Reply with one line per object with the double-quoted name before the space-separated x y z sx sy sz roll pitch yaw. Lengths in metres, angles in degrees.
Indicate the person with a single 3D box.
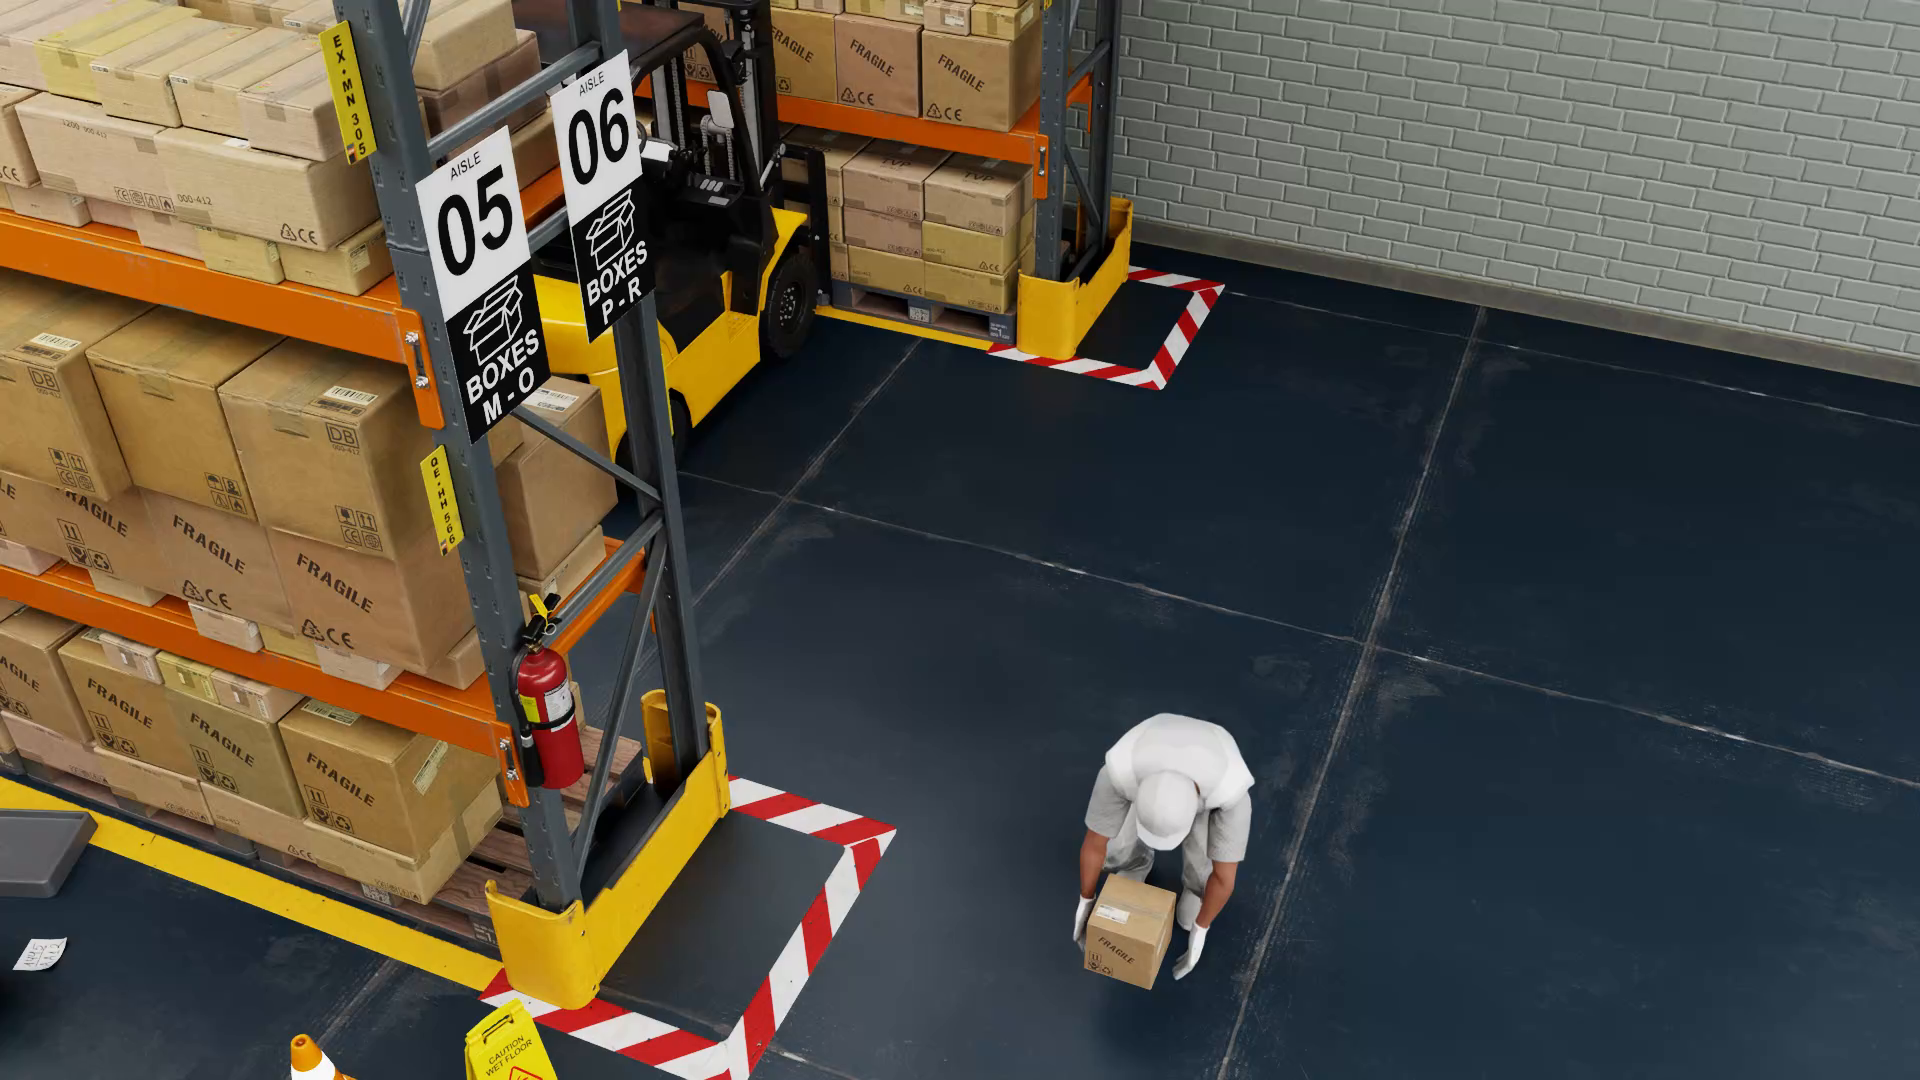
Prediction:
"person" 0.782 1.029 6.055 0.582 1.053 0.902 14 39 18
